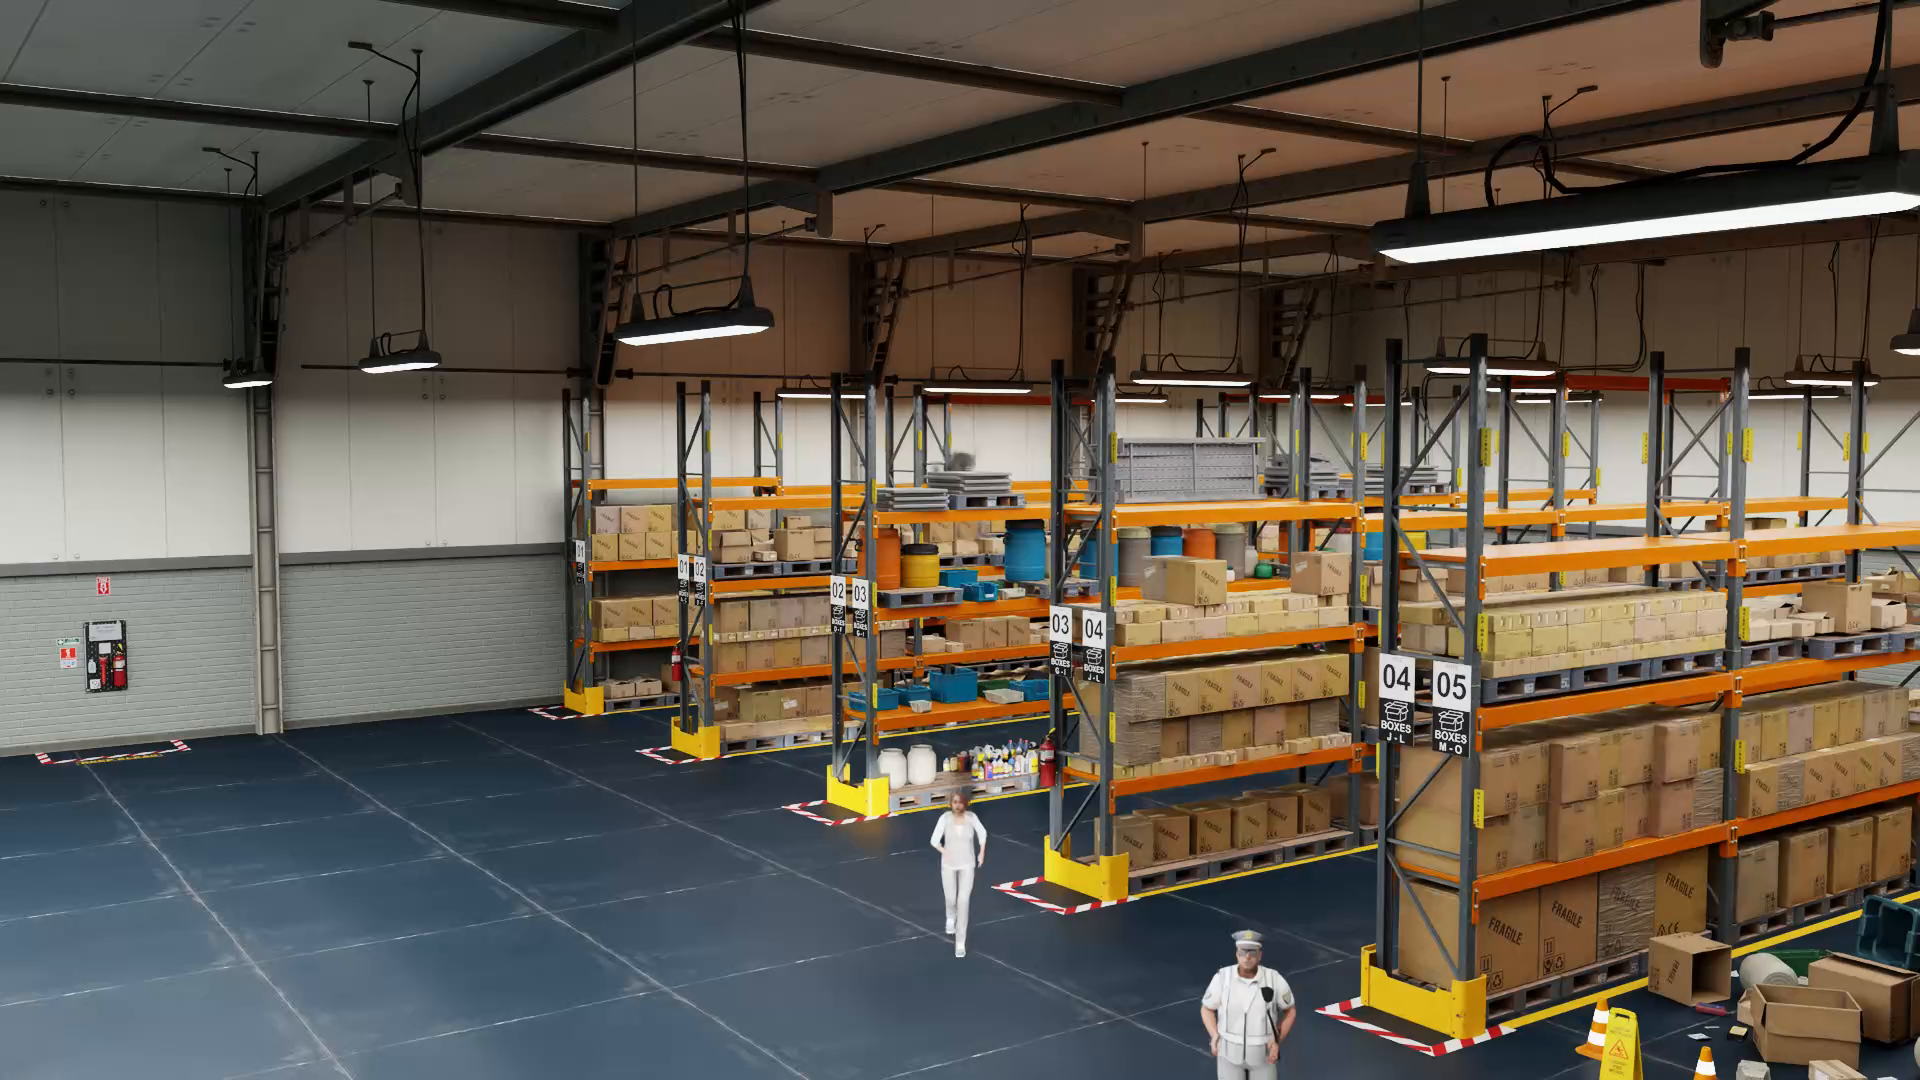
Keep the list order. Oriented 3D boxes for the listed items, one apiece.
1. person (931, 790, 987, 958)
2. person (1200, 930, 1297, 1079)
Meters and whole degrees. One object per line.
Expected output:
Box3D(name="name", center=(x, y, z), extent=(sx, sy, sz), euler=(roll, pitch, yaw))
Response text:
Box3D(name="person", center=(-0.010, 3.294, 16.710), extent=(0.563, 1.610, 0.776), euler=(0, 4, 0))
Box3D(name="person", center=(1.985, 3.554, 11.513), extent=(0.660, 1.731, 0.563), euler=(1, 4, 14))
